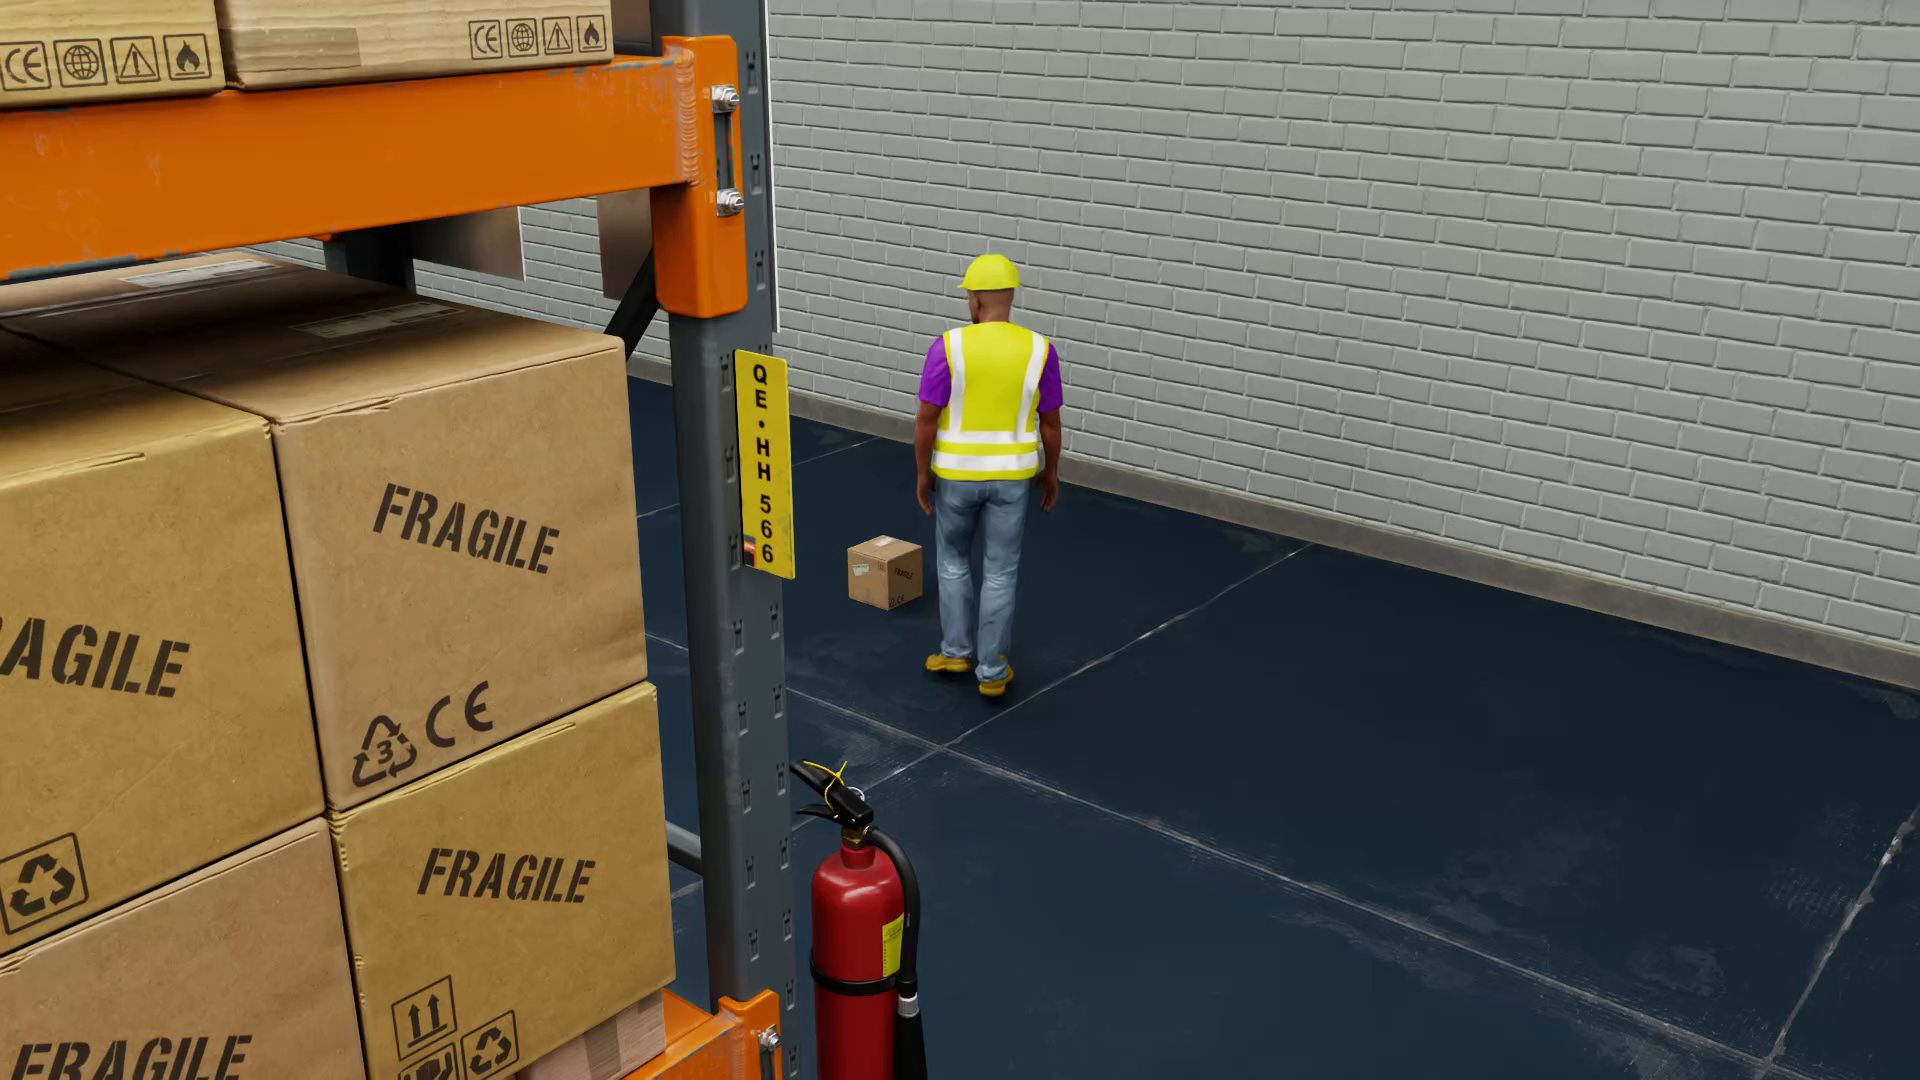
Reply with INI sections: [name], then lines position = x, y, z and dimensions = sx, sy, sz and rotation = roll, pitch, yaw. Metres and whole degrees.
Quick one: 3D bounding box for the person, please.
[person]
position = 0.117, -0.229, 6.686
dimensions = 0.595, 1.805, 0.537
rotation = -1, 20, -2
